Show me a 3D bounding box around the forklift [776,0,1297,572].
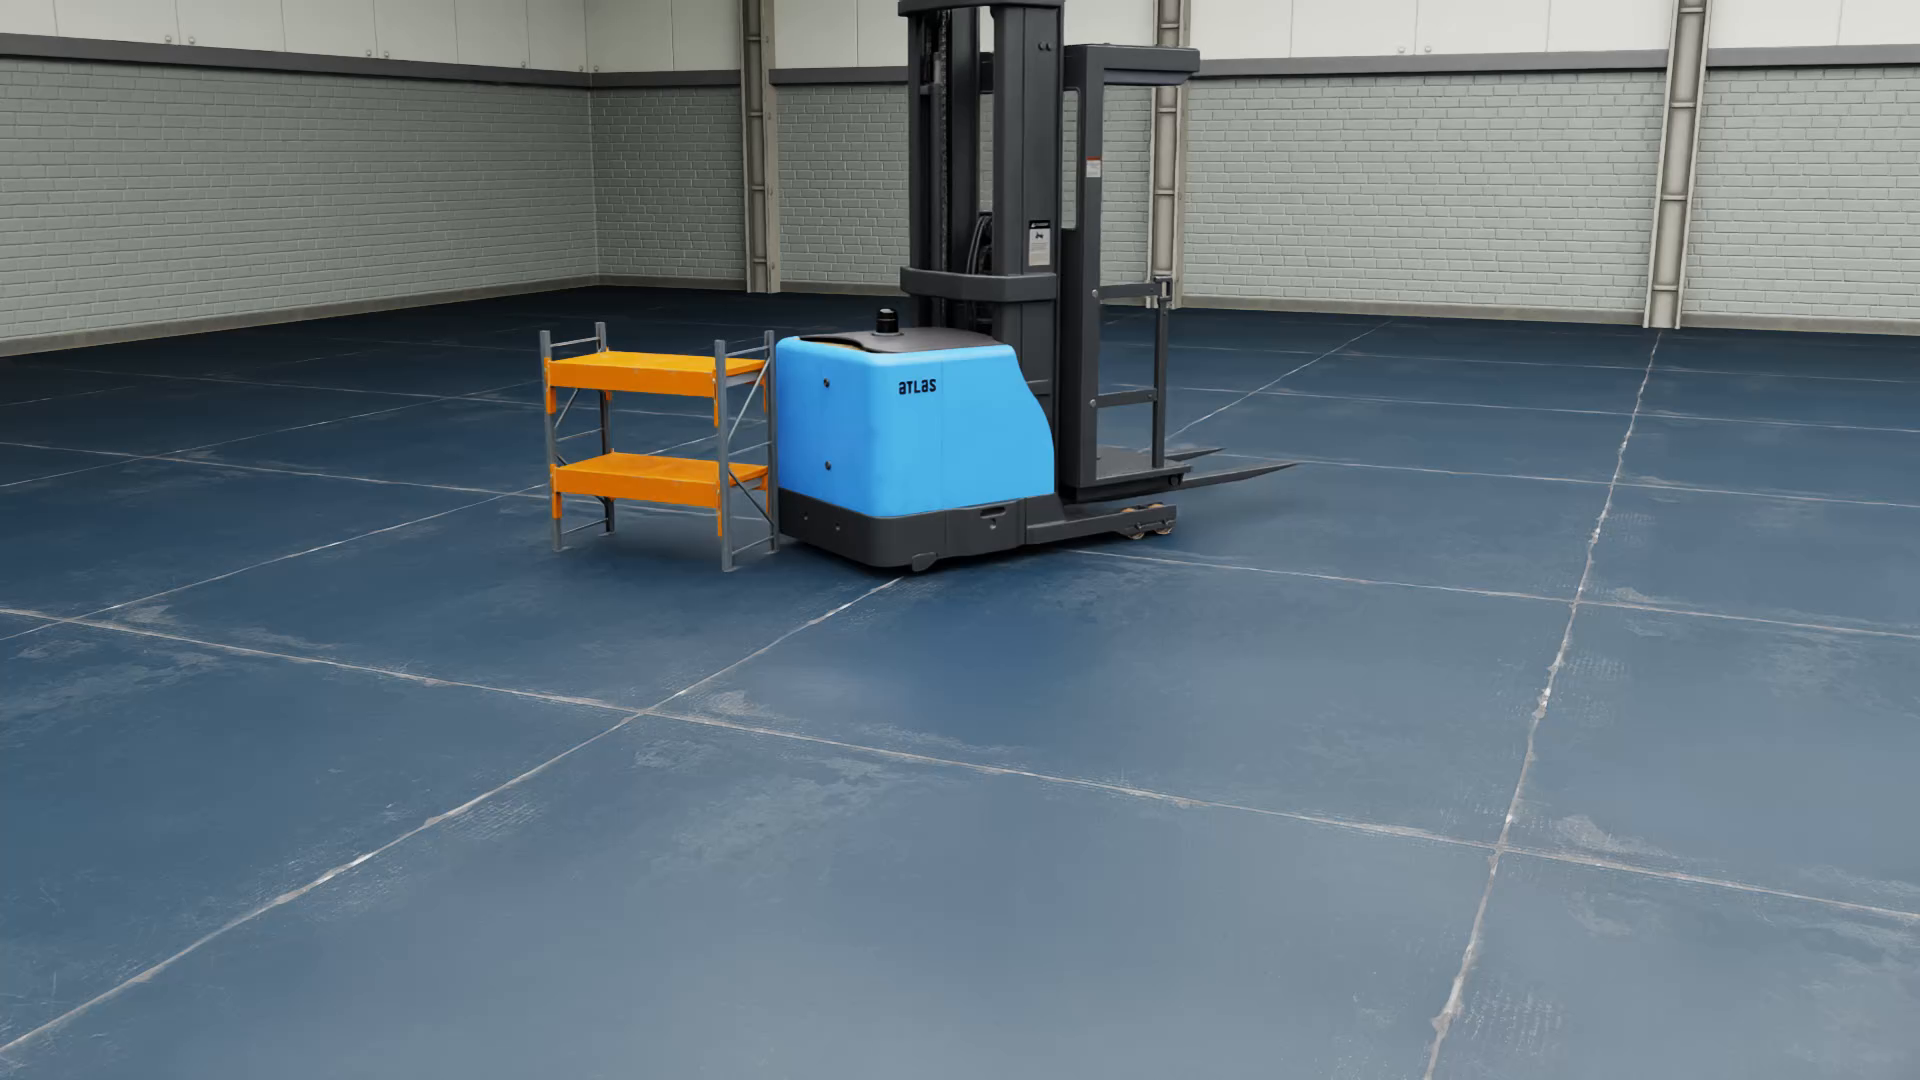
[{"bbox_3d":[0.544,-1.517,8.802,3.031,2.935,1.130,-9,16,-35],"label":"forklift"}]

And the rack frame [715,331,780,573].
[{"bbox_3d":[-1.040,-0.441,8.173,0.032,1.125,0.500,6,14,24],"label":"rack frame"}]

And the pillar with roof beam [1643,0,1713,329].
[{"bbox_3d":[6.397,-5.954,14.432,0.400,9.000,9.100,6,14,23],"label":"pillar with roof beam"}]

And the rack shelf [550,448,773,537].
[{"bbox_3d":[-1.503,-0.251,8.433,1.000,0.278,0.538,6,14,24],"label":"rack shelf"}]

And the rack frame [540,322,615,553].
[{"bbox_3d":[-1.967,-0.537,8.580,0.032,1.125,0.500,6,14,24],"label":"rack frame"}]

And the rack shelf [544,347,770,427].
[{"bbox_3d":[-1.503,-0.774,8.310,1.000,0.278,0.538,6,14,24],"label":"rack shelf"}]

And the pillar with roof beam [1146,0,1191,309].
[{"bbox_3d":[0.911,-6.510,16.798,0.400,9.000,9.100,6,14,23],"label":"pillar with roof beam"}]

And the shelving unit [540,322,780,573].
[{"bbox_3d":[-1.503,-0.489,8.377,1.048,1.125,0.538,6,14,24],"label":"shelving unit"}]

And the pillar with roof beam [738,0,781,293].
[{"bbox_3d":[-4.575,-7.065,19.164,0.400,9.000,9.100,6,14,23],"label":"pillar with roof beam"}]
